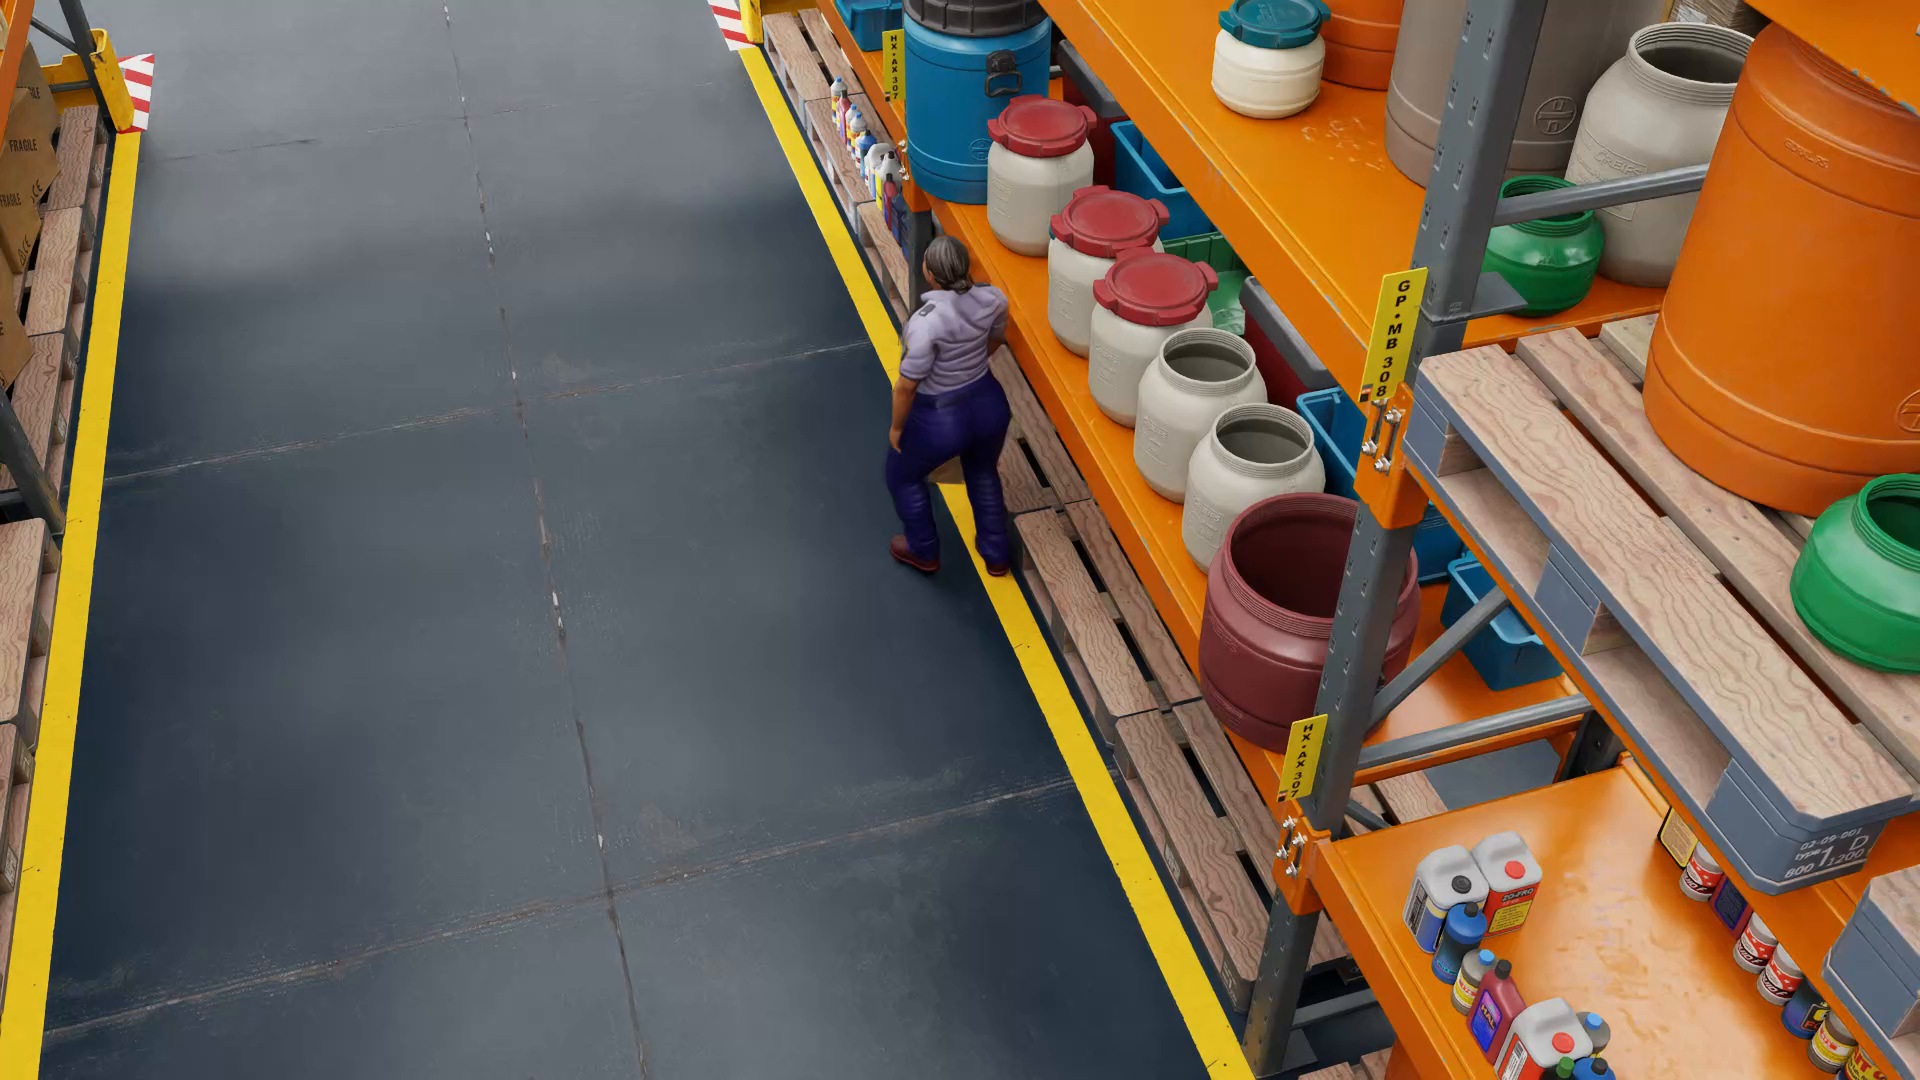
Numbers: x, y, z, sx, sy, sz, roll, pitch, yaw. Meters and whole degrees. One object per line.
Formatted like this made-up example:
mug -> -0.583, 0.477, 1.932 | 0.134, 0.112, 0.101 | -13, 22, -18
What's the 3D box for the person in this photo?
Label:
person -> -0.043, -0.527, 6.746 | 0.570, 1.625, 0.501 | -24, 48, -24
